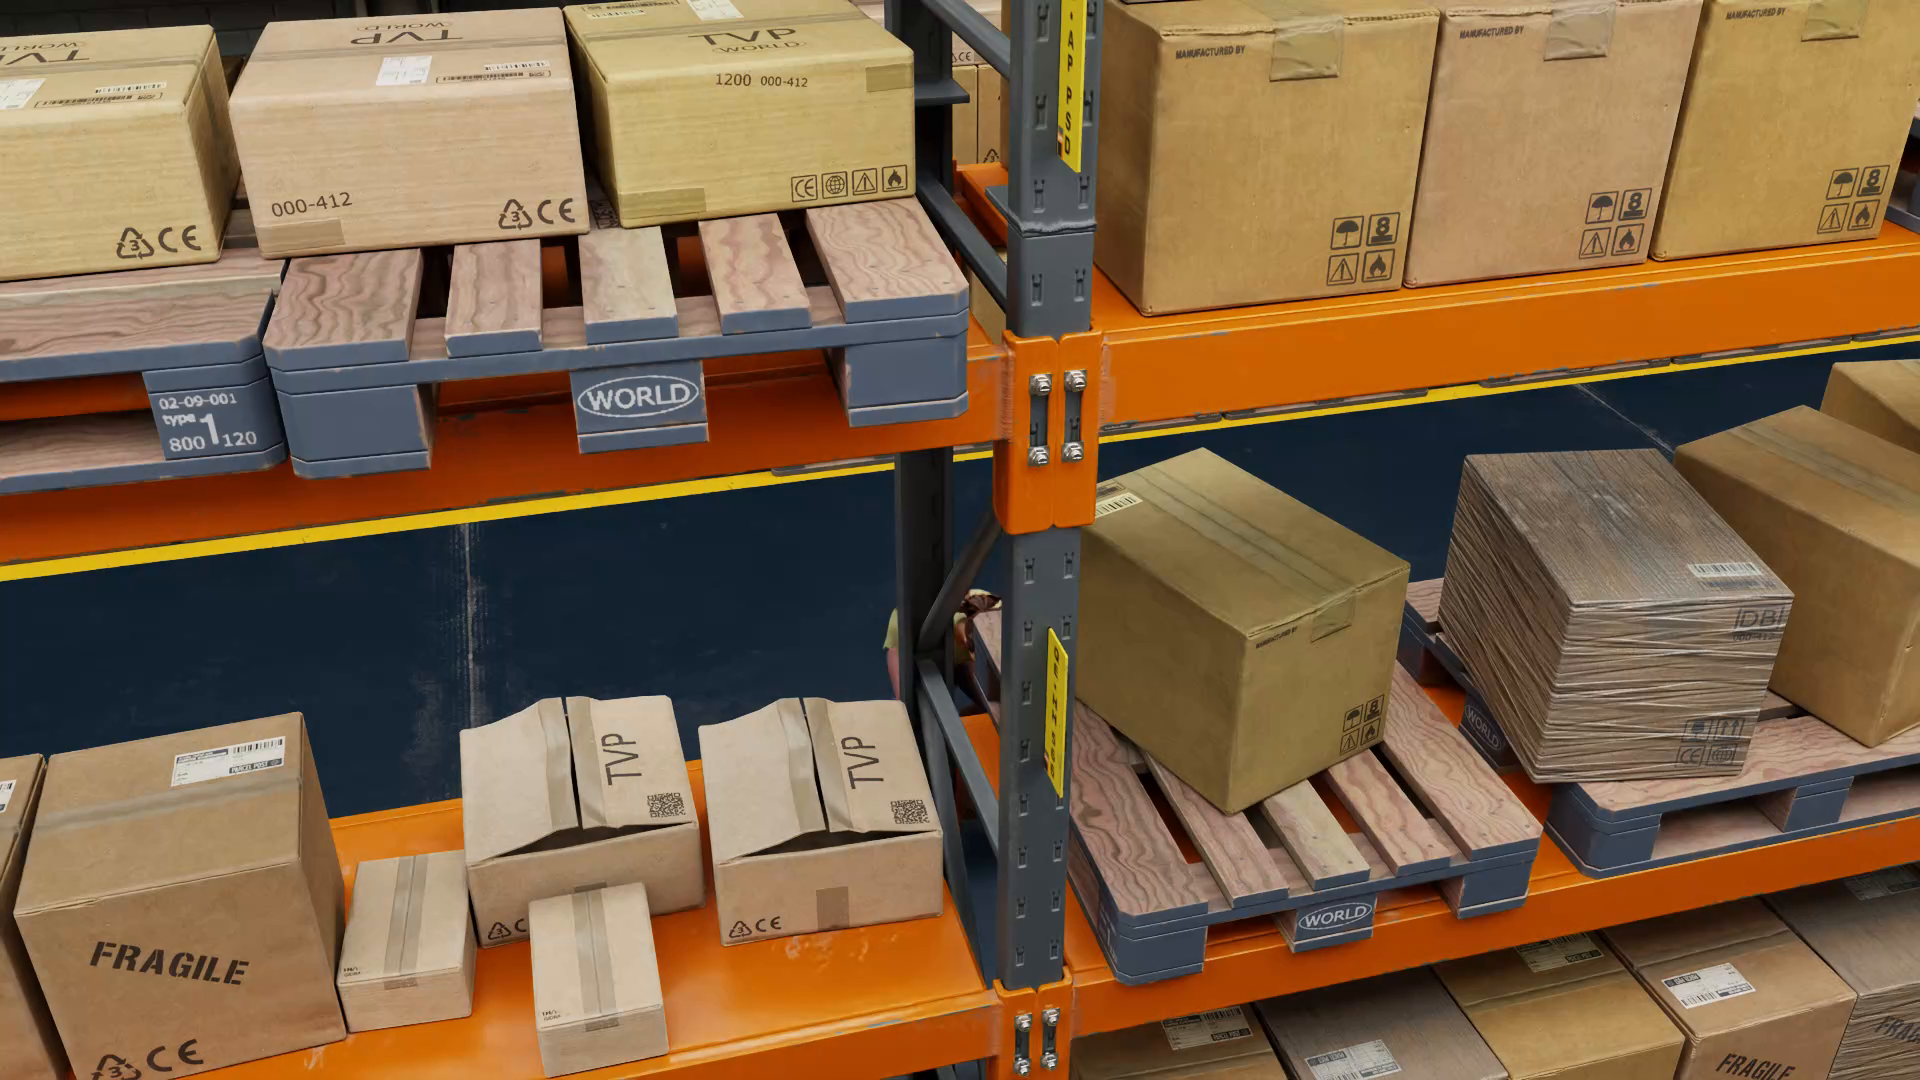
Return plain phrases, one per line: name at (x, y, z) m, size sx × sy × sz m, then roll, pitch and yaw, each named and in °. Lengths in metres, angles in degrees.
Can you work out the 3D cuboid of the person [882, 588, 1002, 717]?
person at (-0.007, 0.514, 5.998) m, size 0.462 × 0.930 × 0.833 m, roll -9°, pitch 31°, yaw -14°
